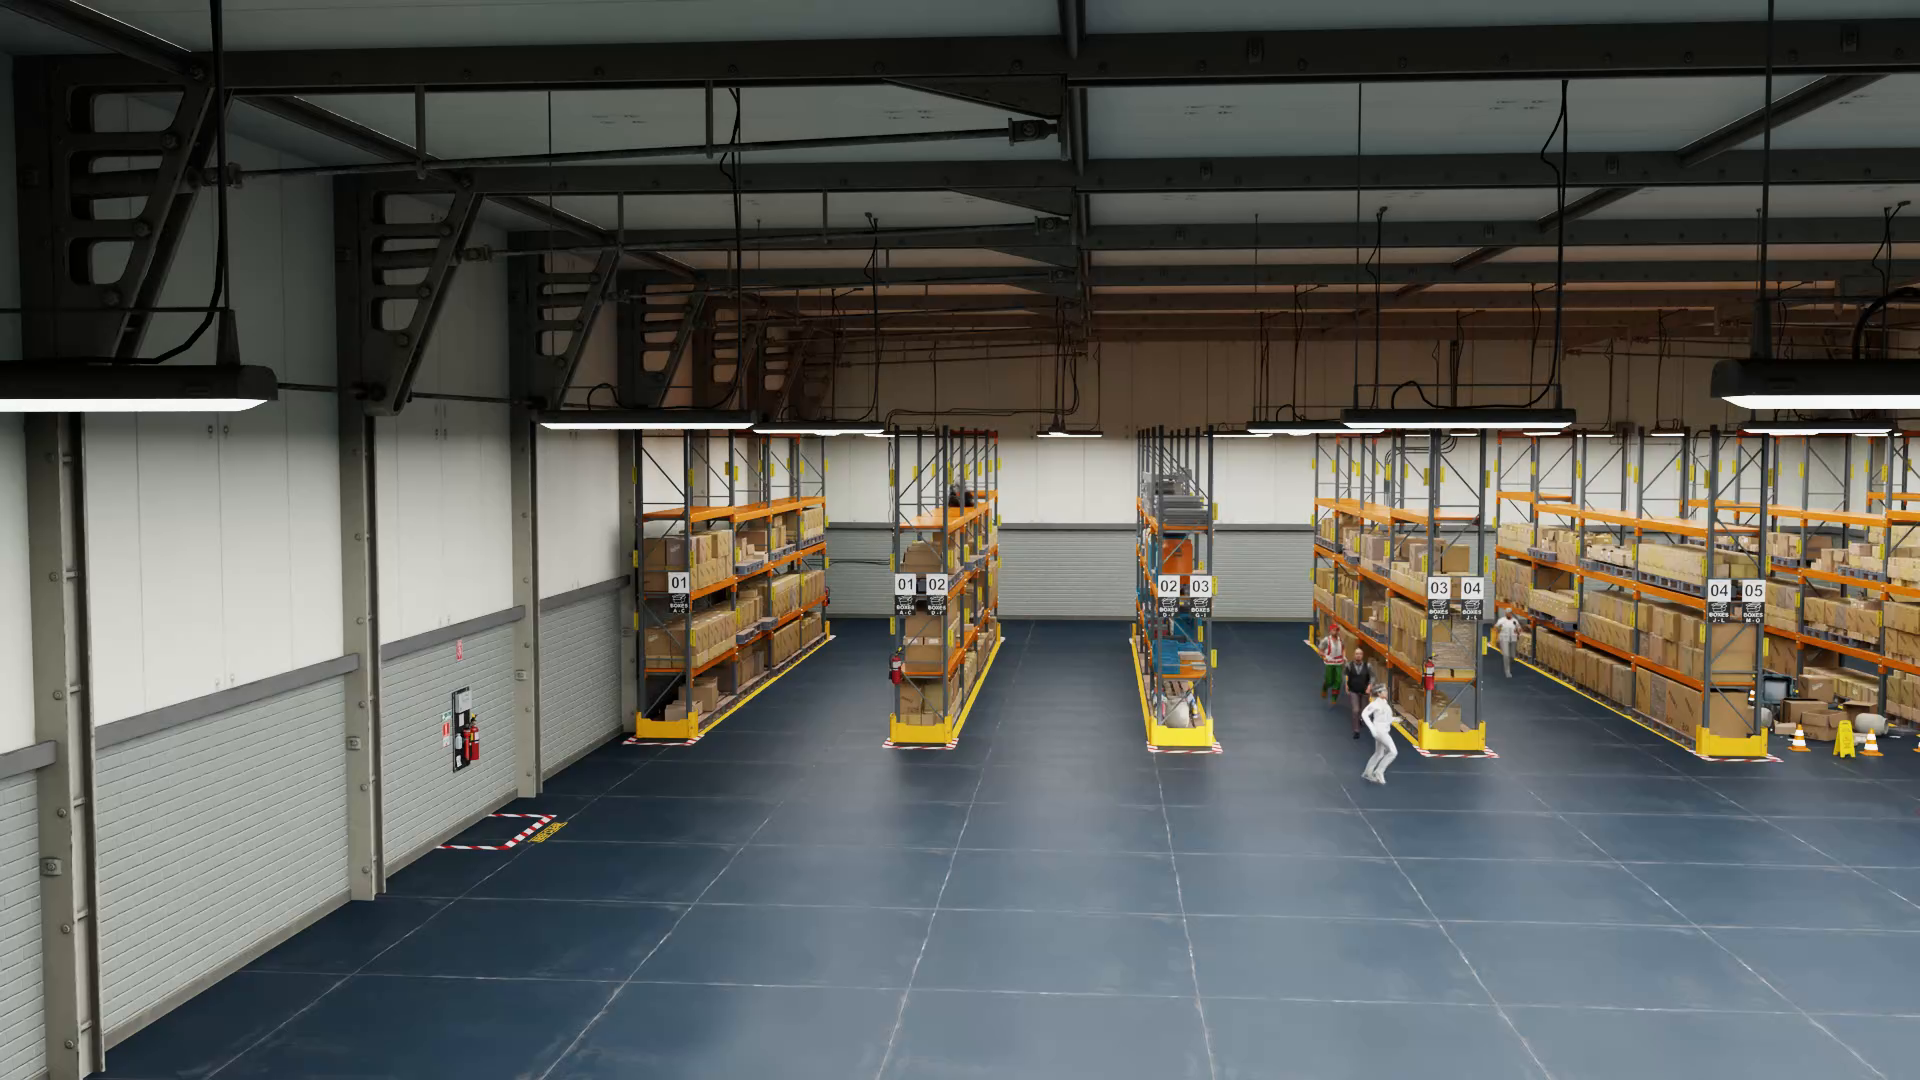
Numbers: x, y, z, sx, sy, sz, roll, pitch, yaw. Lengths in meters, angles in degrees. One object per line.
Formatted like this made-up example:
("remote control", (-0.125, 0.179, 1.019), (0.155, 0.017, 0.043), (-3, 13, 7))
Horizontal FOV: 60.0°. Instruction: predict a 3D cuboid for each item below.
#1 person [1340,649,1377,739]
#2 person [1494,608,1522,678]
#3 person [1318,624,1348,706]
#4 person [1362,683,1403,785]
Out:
("person", (7.702, 2.952, 32.160), (0.677, 1.708, 0.774), (0, 3, 8))
("person", (13.266, 2.460, 40.234), (0.609, 1.648, 0.940), (0, 3, 1))
("person", (8.062, 2.686, 35.960), (0.653, 1.750, 0.720), (0, 3, -8))
("person", (7.026, 3.215, 27.635), (0.655, 1.700, 0.581), (2, 4, 28))
